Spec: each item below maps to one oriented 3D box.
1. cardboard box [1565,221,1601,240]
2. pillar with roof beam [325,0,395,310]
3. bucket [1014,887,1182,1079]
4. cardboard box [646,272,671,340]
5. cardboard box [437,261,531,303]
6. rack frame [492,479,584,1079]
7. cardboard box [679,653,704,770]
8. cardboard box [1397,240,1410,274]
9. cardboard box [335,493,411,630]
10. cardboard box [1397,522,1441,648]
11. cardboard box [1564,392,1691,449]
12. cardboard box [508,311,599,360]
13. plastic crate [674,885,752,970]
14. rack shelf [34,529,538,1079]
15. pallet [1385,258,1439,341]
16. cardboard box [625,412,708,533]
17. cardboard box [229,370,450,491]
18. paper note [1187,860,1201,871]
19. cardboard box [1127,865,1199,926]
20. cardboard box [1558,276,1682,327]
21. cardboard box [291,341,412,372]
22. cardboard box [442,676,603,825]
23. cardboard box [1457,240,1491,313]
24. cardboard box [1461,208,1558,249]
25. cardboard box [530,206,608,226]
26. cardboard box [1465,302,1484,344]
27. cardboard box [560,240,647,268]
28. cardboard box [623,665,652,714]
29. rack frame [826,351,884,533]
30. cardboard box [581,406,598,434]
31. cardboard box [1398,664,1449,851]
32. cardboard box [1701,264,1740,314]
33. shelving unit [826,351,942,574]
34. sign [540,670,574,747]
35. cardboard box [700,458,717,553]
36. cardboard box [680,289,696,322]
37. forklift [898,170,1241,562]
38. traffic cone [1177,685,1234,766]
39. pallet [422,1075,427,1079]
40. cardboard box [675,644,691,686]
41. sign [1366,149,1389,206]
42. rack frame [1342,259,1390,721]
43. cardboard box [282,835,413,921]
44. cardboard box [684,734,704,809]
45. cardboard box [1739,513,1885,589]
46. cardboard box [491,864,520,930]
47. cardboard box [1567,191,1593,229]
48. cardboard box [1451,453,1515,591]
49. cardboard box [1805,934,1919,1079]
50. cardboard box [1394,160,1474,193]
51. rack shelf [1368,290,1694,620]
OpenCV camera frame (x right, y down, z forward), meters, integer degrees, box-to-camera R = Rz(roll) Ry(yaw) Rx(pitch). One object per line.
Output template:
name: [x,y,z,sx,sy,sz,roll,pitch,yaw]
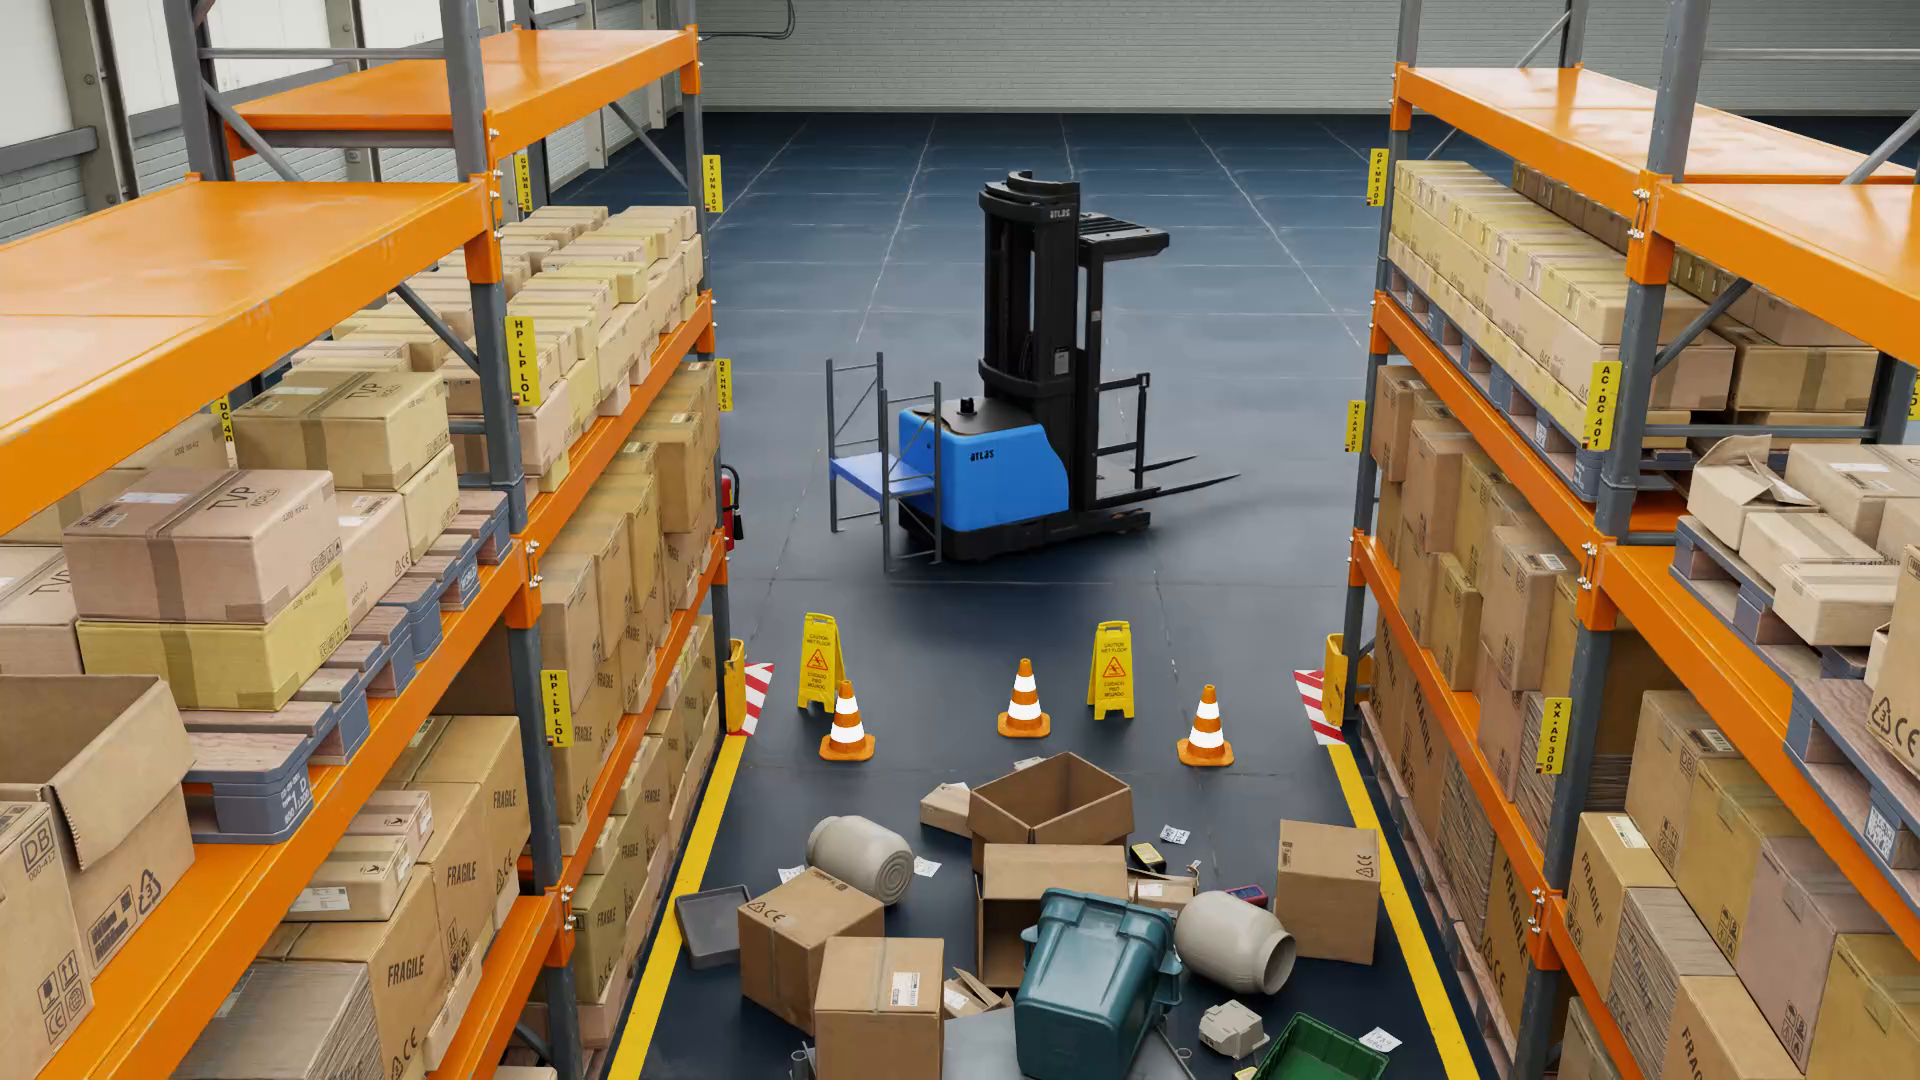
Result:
cardboard box: [3.199,-1.410,8.241,0.500,0.250,0.500,1,21,1]
pillar with roof beam: [-3.199,-7.161,19.837,9.100,9.000,0.400,1,21,2]
bucket: [0.545,1.946,7.084,0.726,0.611,0.620,8,33,20]
cardboard box: [-1.757,-1.171,8.342,0.500,0.250,0.500,1,21,3]
cardboard box: [-2.276,-1.238,7.965,0.380,0.149,0.250,1,21,3]
rack frame: [-2.105,1.185,6.621,1.000,3.000,0.127,1,21,2]
cardboard box: [-1.760,0.957,9.394,0.500,0.500,0.500,1,21,4]
cardboard box: [2.629,-1.554,9.163,0.380,0.149,0.250,1,21,2]
cardboard box: [-1.999,0.057,5.010,0.500,0.250,0.500,1,21,2]
cardboard box: [2.864,0.222,8.897,0.875,0.550,0.550,1,21,2]
cardboard box: [2.537,-0.456,6.332,0.380,0.149,0.250,1,21,1]
cardboard box: [-1.739,-0.863,6.997,0.380,0.149,0.250,0,21,1]
plastic crate: [-1.238,1.988,8.589,0.402,0.080,0.583,-7,22,-17]
rack shelf: [-2.166,0.845,4.345,1.077,0.370,4.000,1,21,2]
pallet: [2.955,-1.332,9.084,1.003,0.211,1.213,1,21,2]
cardboard box: [-1.716,-0.357,8.664,0.700,0.500,0.500,0,21,1]
cardboard box: [-1.996,-0.361,5.396,0.500,0.250,0.500,1,21,3]
paper note: [1.292,1.798,9.173,0.032,0.001,0.123,13,25,29]
cardboard box: [1.057,1.836,8.723,0.396,0.266,0.258,4,22,11]
cardboard box: [2.546,-0.920,6.425,0.380,0.149,0.250,1,21,1]
cardboard box: [-2.383,-0.680,6.526,0.380,0.149,0.250,0,21,0]
cardboard box: [-1.813,0.844,6.951,0.500,0.500,0.500,1,21,1]
cardboard box: [2.651,-1.234,7.786,0.500,0.250,0.500,1,21,1]
cardboard box: [2.592,-1.469,7.842,0.380,0.149,0.250,1,21,2]
cardboard box: [-2.198,-1.788,9.382,0.380,0.149,0.250,0,21,1]
cardboard box: [2.583,-1.008,7.754,0.380,0.149,0.250,1,21,1]
cardboard box: [-1.808,-1.424,8.443,0.380,0.149,0.250,1,21,2]
cardboard box: [-1.727,0.730,8.143,0.380,0.149,0.250,1,21,2]
rack frame: [-0.858,-0.805,13.822,0.500,1.500,0.032,-11,24,-26]
cardboard box: [-1.823,-0.578,7.365,0.380,0.149,0.250,0,21,0]
cardboard box: [2.988,1.116,9.157,0.875,0.875,0.875,0,21,1]
cardboard box: [3.211,-1.004,6.643,0.380,0.149,0.250,0,21,1]
shelving unit: [-0.617,-0.643,13.405,0.538,1.500,1.048,-11,24,-26]
sign: [-1.550,0.650,6.399,0.100,0.325,0.005,1,21,2]
cardboard box: [-1.725,-0.247,9.763,0.500,0.500,0.500,0,21,1]
cardboard box: [-1.690,-1.320,9.278,0.380,0.149,0.250,1,21,2]
forklift: [1.016,-1.566,13.806,3.031,2.935,1.130,-12,24,-29]
traffic cone: [1.532,1.116,10.307,0.336,0.463,0.334,1,21,2]
pallet: [-2.208,2.005,4.774,1.003,0.211,1.213,1,21,2]
cardboard box: [-1.702,0.690,9.185,0.380,0.149,0.250,1,21,3]
sign: [2.413,-2.094,9.609,0.100,0.325,0.005,1,21,2]
rack frame: [2.967,-0.243,10.302,1.000,3.000,0.127,1,21,2]
cardboard box: [-1.886,1.020,5.021,0.380,0.149,0.250,0,21,-1]
cardboard box: [-1.763,1.307,9.527,0.500,0.250,0.500,1,21,2]
cardboard box: [2.566,0.052,5.024,0.250,0.149,0.380,1,21,2]
cardboard box: [-1.845,1.296,6.103,0.380,0.149,0.250,1,21,2]
cardboard box: [3.264,-1.646,8.298,0.380,0.149,0.250,1,21,2]
cardboard box: [2.954,-0.089,8.204,0.875,0.550,0.500,1,21,2]
cardboard box: [2.790,1.421,4.492,0.700,0.500,0.500,0,21,1]
cardboard box: [2.639,-2.021,9.265,0.380,0.149,0.250,1,21,2]
rack shelf: [2.906,-0.583,8.026,1.077,0.370,4.000,1,21,2]
